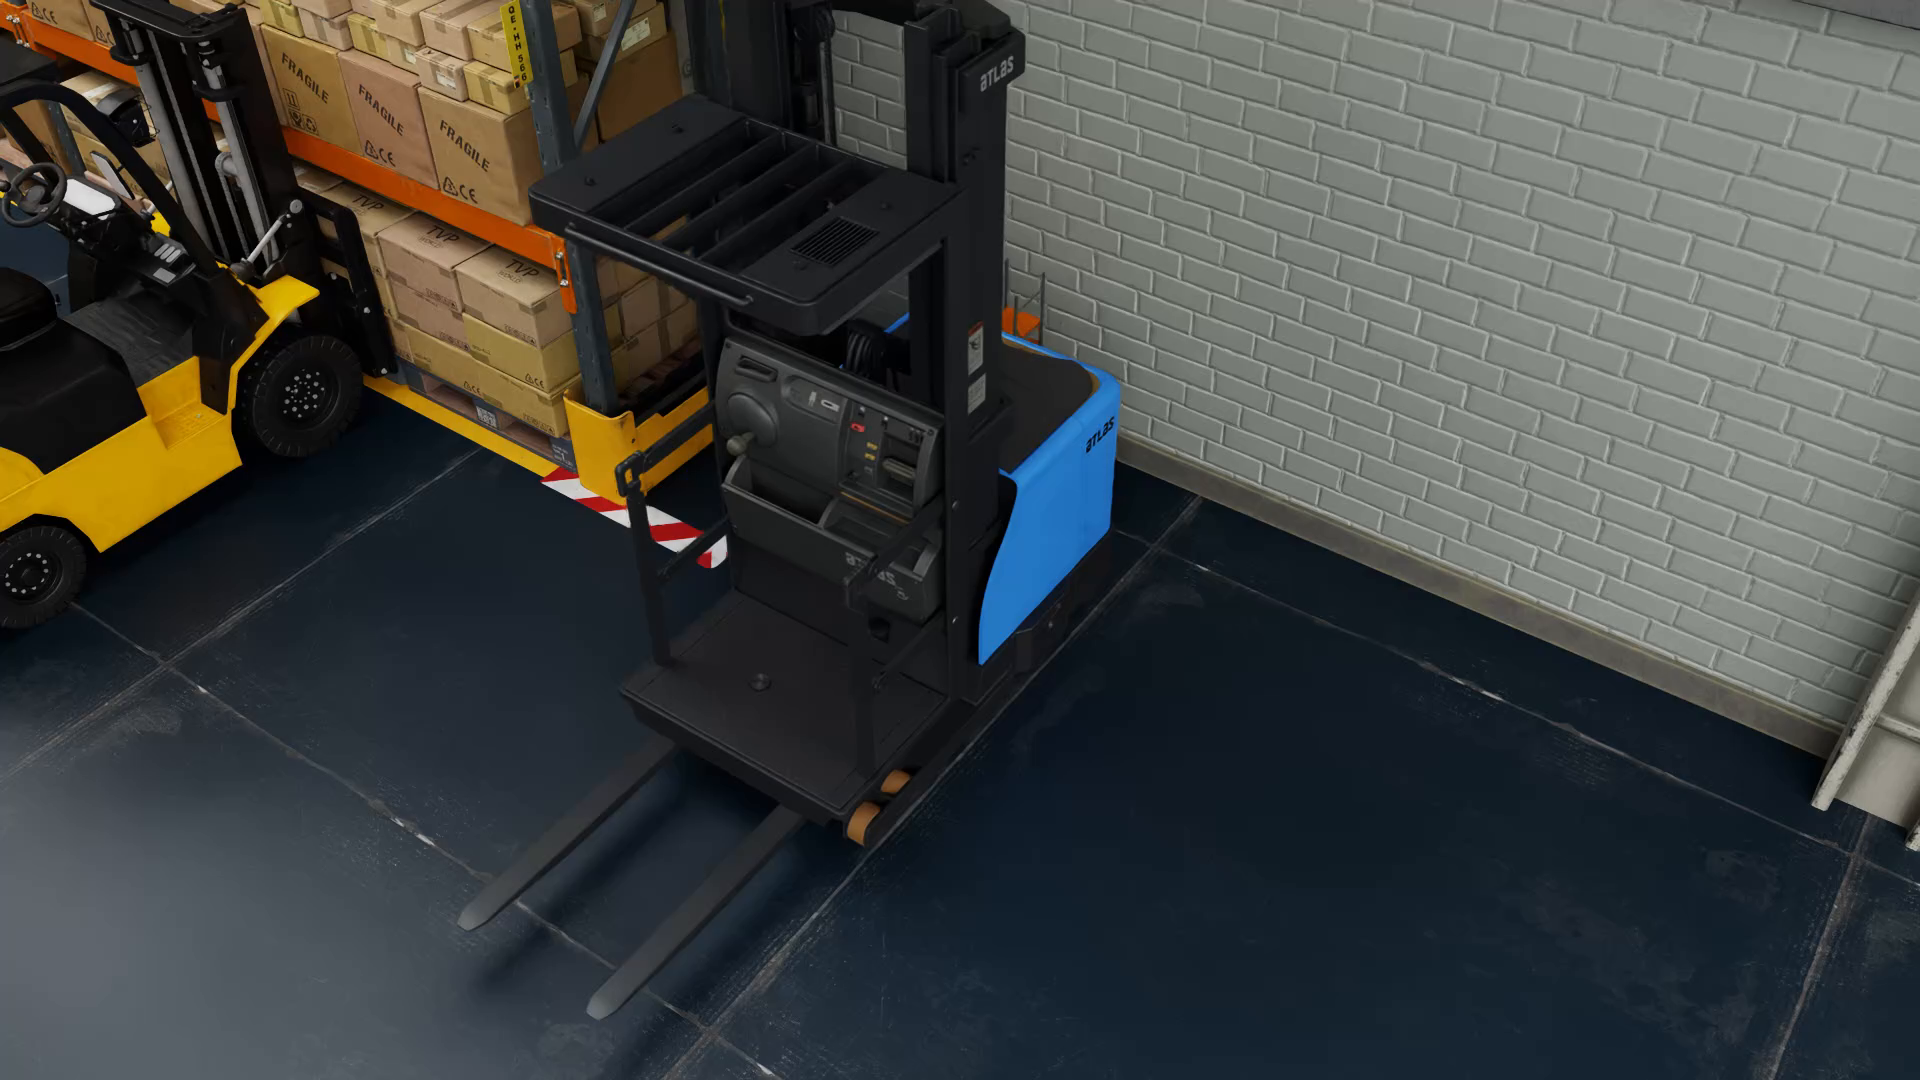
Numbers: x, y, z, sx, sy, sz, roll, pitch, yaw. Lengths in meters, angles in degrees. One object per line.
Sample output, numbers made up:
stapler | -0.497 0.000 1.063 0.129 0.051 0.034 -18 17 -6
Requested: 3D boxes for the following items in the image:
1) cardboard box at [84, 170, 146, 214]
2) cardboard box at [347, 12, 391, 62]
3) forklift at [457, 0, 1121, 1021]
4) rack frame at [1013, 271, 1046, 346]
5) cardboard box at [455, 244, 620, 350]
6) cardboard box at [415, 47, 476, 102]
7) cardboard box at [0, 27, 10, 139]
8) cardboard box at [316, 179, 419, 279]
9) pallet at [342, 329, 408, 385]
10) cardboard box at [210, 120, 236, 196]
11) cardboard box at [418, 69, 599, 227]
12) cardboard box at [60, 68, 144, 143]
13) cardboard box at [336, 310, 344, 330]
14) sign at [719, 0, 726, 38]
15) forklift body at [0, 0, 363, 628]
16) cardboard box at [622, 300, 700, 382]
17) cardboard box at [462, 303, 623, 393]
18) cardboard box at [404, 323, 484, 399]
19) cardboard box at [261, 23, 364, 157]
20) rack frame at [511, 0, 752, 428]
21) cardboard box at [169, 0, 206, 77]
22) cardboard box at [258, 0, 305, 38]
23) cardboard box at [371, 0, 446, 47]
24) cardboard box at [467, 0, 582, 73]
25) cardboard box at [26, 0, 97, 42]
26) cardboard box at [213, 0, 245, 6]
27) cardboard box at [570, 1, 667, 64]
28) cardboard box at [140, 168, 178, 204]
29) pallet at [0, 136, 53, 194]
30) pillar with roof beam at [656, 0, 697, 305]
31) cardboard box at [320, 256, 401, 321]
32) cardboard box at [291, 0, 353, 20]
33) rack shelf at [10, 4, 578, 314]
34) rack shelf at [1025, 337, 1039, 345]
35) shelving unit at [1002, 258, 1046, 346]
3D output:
cardboard box | -4.423 -1.949 9.174 0.500 0.250 0.500 26 48 26
cardboard box | -2.399 -2.226 7.175 0.250 0.149 0.380 25 47 25
forklift | -0.593 -0.316 5.653 1.130 2.935 3.031 25 47 25
rack frame | 0.290 -0.610 7.280 0.006 1.200 0.240 24 47 24
cardboard box | -1.910 -1.162 7.545 0.500 0.250 0.500 27 48 27
cardboard box | -2.025 -1.992 6.914 0.250 0.149 0.380 26 48 26
cardboard box | -5.694 -2.950 10.011 0.625 0.625 0.875 25 47 25
cardboard box | -2.751 -1.542 7.969 0.500 0.250 0.500 26 48 26
pallet | -2.999 -1.350 8.849 1.213 0.211 1.003 25 48 25
cardboard box | -3.587 -1.945 8.420 0.500 0.250 0.500 27 48 27
cardboard box | -1.908 -1.734 7.112 0.500 0.500 0.500 24 47 24
cardboard box | -4.413 -2.331 8.851 0.500 0.250 0.500 24 47 25
cardboard box | -3.165 -1.369 8.526 0.500 0.250 0.500 27 48 27
sign | -1.031 -2.304 7.116 0.005 0.325 0.100 25 48 25
forklift body | -3.954 -1.065 7.076 1.214 2.155 2.313 25 48 25
cardboard box | -1.644 -1.078 8.201 0.500 0.250 0.500 25 48 25
cardboard box | -1.932 -0.985 7.722 0.500 0.250 0.500 24 47 25
cardboard box | -2.322 -0.986 8.098 0.500 0.250 0.500 25 48 25
cardboard box | -2.747 -2.134 7.558 0.500 0.500 0.500 24 47 25
rack frame | -1.354 -1.652 7.095 0.127 3.000 1.000 25 48 25
cardboard box | -3.565 -2.524 7.995 0.500 0.500 0.500 25 47 25
cardboard box | -2.863 -2.388 7.356 0.250 0.149 0.380 25 48 26
cardboard box | -2.218 -2.226 6.952 0.250 0.149 0.380 26 48 26
cardboard box | -1.769 -2.063 6.770 0.250 0.149 0.380 25 48 25
cardboard box | -4.416 -2.908 8.424 0.500 0.500 0.500 24 47 24
cardboard box | -3.265 -2.594 7.586 0.250 0.149 0.380 24 47 25
cardboard box | -1.483 -2.202 7.148 0.250 0.149 0.380 24 47 24
cardboard box | -3.997 -1.956 8.807 0.500 0.250 0.500 25 47 25
pallet | -5.255 -2.405 10.027 1.213 0.211 1.003 25 48 25
pillar with roof beam | -3.879 -2.296 3.315 0.400 9.000 9.100 25 48 25
cardboard box | -2.772 -1.369 8.152 0.500 0.250 0.500 24 47 24
cardboard box | -2.656 -2.401 7.148 0.250 0.149 0.380 26 48 26
rack shelf | -2.992 -2.149 8.190 4.000 0.370 1.077 25 48 25
rack shelf | 0.213 -0.789 7.187 0.180 0.103 0.258 24 47 24
shelving unit | 0.213 -0.644 7.318 0.189 1.200 0.258 24 47 24
